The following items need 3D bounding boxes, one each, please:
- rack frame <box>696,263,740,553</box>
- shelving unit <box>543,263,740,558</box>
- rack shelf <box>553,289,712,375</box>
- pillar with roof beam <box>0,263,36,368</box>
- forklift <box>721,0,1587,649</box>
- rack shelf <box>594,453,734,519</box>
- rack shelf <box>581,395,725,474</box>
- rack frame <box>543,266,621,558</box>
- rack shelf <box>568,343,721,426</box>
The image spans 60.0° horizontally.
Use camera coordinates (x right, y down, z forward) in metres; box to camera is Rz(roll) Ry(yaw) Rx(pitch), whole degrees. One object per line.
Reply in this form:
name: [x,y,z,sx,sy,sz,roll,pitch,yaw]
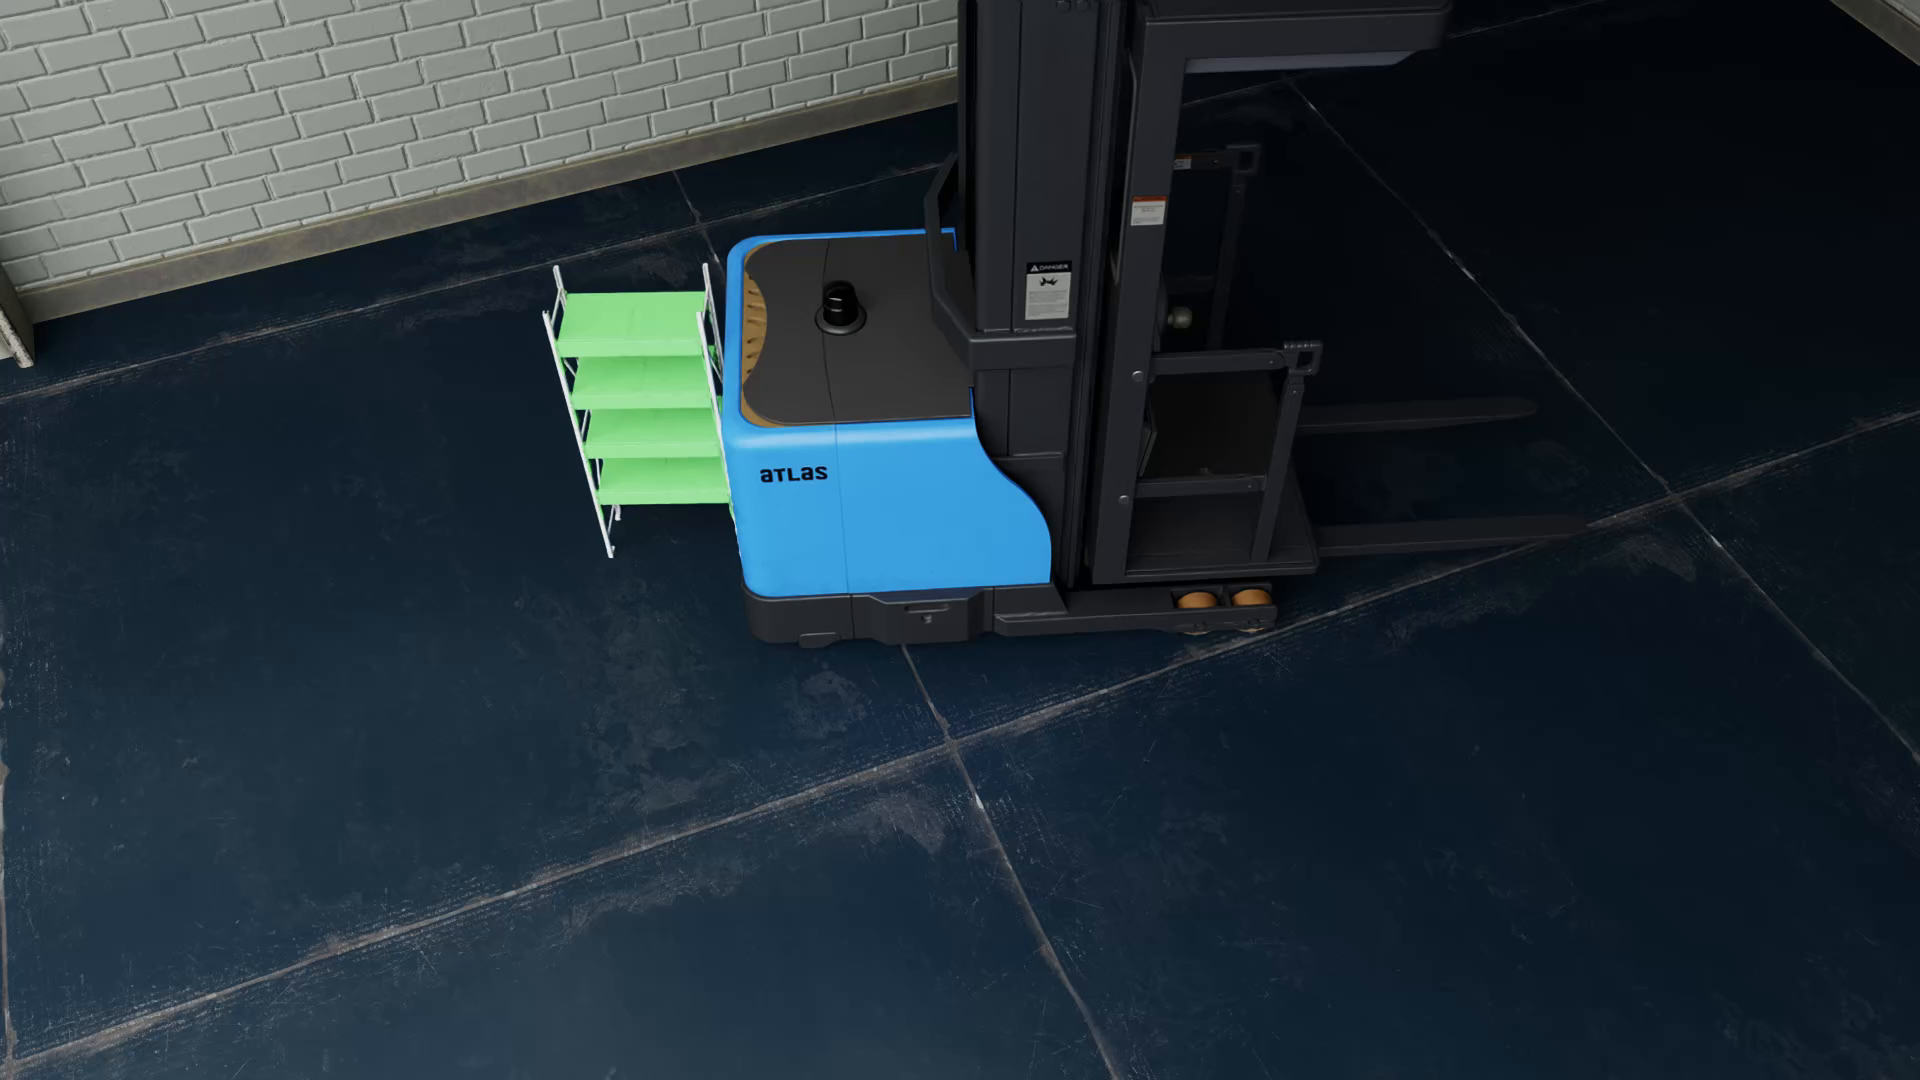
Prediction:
rack frame: [-0.822,-0.422,5.811,0.015,1.200,0.240,-1,49,0]
shelving unit: [-1.066,-0.419,5.813,0.503,1.200,0.258,-1,49,0]
rack shelf: [-1.073,-0.690,5.498,0.480,0.148,0.258,-1,49,0]
pillar with roof beam: [-2.436,-0.683,0.905,0.400,9.000,9.100,-17,52,-14]
forklift: [0.726,-1.016,5.191,3.031,2.935,1.130,-3,49,-3]
rack shelf: [-1.061,-0.221,6.044,0.480,0.148,0.258,-1,49,0]
rack shelf: [-1.065,-0.377,5.862,0.480,0.148,0.258,-1,49,0]
rack frame: [-1.310,-0.415,5.815,0.015,1.200,0.240,-1,49,0]
rack shelf: [-1.069,-0.534,5.680,0.480,0.148,0.258,-1,49,0]
